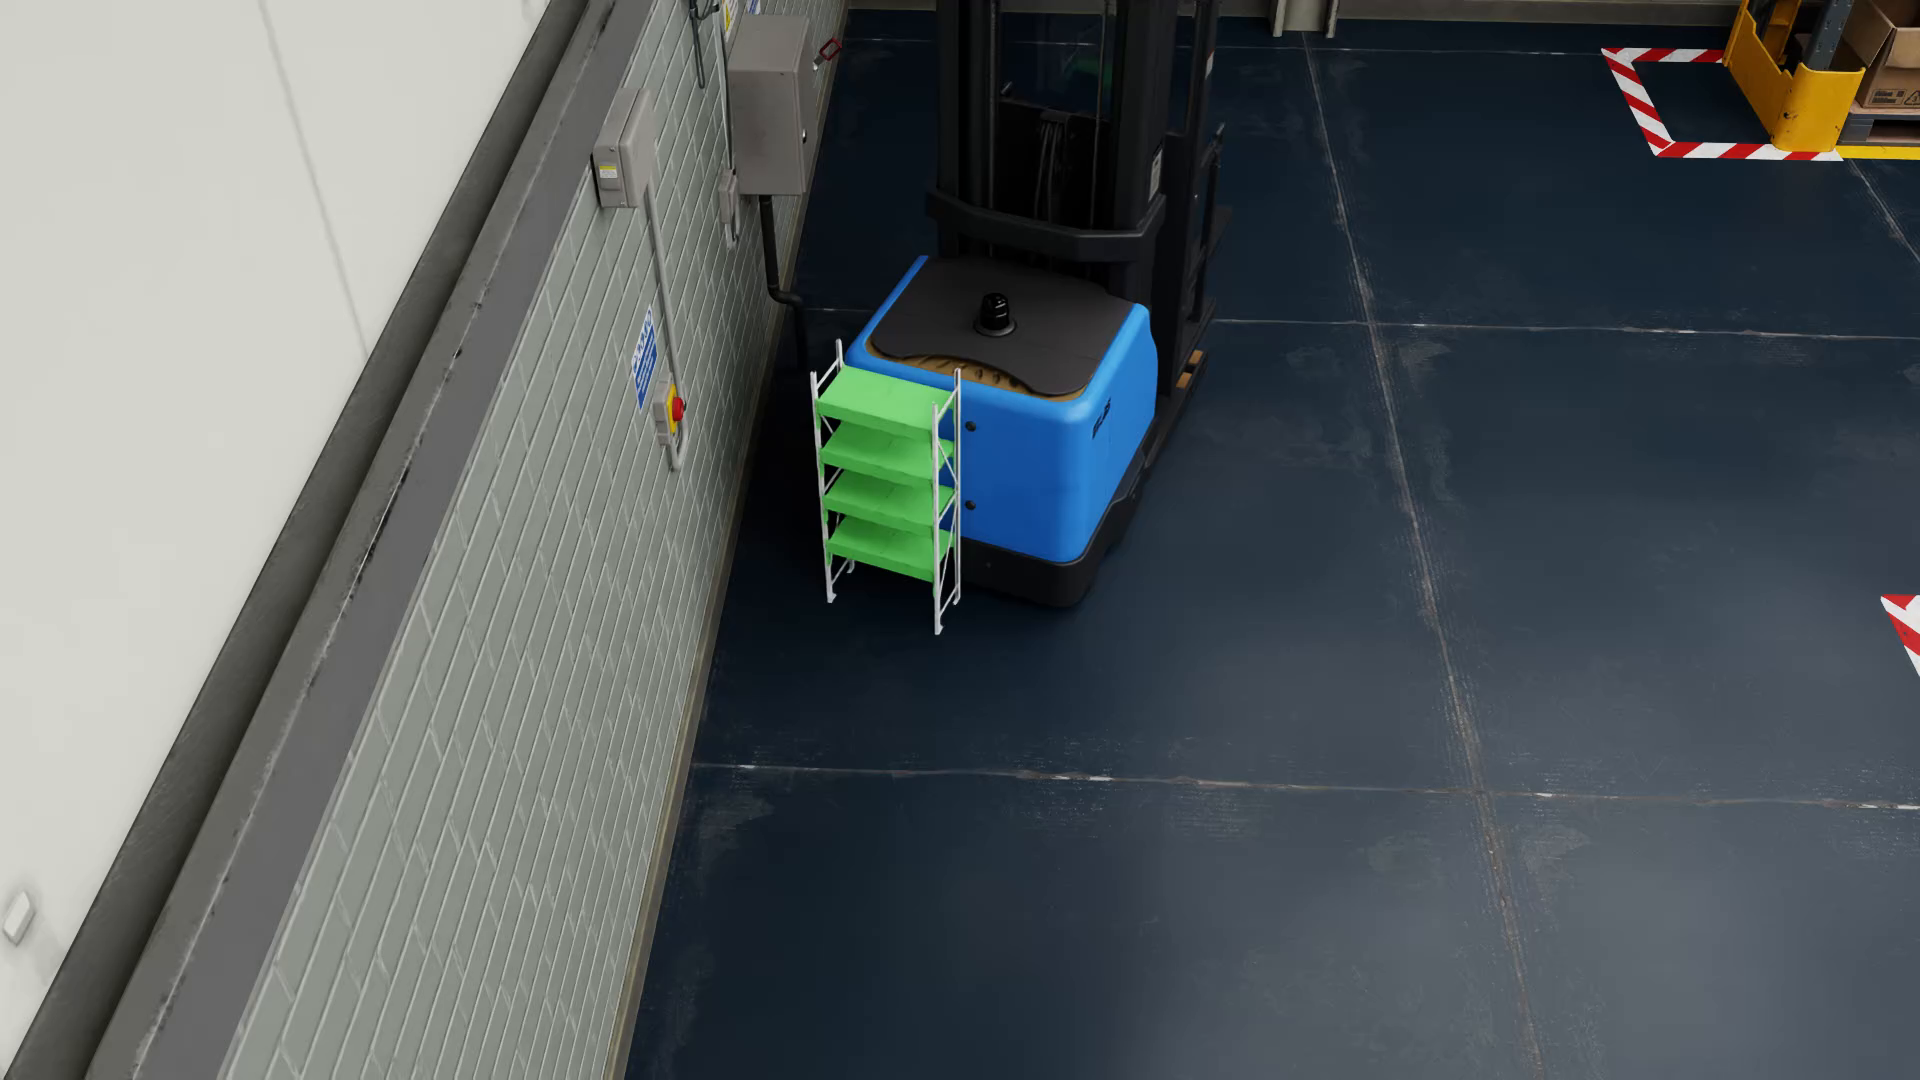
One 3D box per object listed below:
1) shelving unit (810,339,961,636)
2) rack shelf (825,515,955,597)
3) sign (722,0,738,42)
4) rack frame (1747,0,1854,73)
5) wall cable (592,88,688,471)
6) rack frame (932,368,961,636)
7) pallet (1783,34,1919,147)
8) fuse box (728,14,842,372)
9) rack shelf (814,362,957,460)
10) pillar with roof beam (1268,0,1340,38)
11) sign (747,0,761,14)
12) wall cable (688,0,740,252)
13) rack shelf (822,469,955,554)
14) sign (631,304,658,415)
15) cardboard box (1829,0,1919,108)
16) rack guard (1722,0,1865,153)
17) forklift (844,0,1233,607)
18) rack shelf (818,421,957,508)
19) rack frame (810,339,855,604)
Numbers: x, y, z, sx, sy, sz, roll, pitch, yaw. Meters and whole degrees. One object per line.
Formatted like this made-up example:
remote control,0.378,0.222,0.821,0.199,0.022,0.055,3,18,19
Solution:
shelving unit,-0.276,-0.186,6.569,0.503,1.200,0.258,16,45,16
rack shelf,-0.276,0.036,6.777,0.480,0.148,0.258,16,45,16
sign,-0.946,-2.228,6.836,0.001,0.242,0.339,2,43,2
rack frame,4.877,-3.754,9.080,0.127,3.000,1.000,2,43,2
wall cable,-0.977,-0.915,5.263,0.123,1.953,0.585,2,43,2
rack frame,-0.051,-0.123,6.502,0.015,1.200,0.240,16,45,16
pallet,5.749,-2.708,10.002,1.213,0.211,1.003,2,43,2
fuse box,-0.737,-1.486,7.590,0.414,1.711,0.539,2,43,2
rack shelf,-0.277,-0.490,6.285,0.480,0.148,0.258,16,45,16
pillar with roof beam,2.030,-3.715,4.636,0.400,9.000,9.100,2,43,2
sign,-0.921,-2.265,7.551,0.001,0.494,0.329,2,43,2
wall cable,-0.925,-1.869,6.311,0.122,1.984,0.588,2,43,2
rack shelf,-0.276,-0.139,6.613,0.480,0.148,0.258,16,45,16
sign,-1.040,-0.600,5.495,0.001,0.218,0.327,2,43,2
cardboard box,5.484,-2.911,9.698,0.637,0.503,0.797,0,43,0
rack guard,4.953,-2.838,9.929,0.348,0.500,1.175,2,43,2
forklift,0.560,-1.811,7.044,1.130,2.935,3.031,16,45,16
rack shelf,-0.276,-0.315,6.449,0.480,0.148,0.258,16,45,16
rack frame,-0.502,-0.249,6.637,0.015,1.200,0.240,16,45,16
